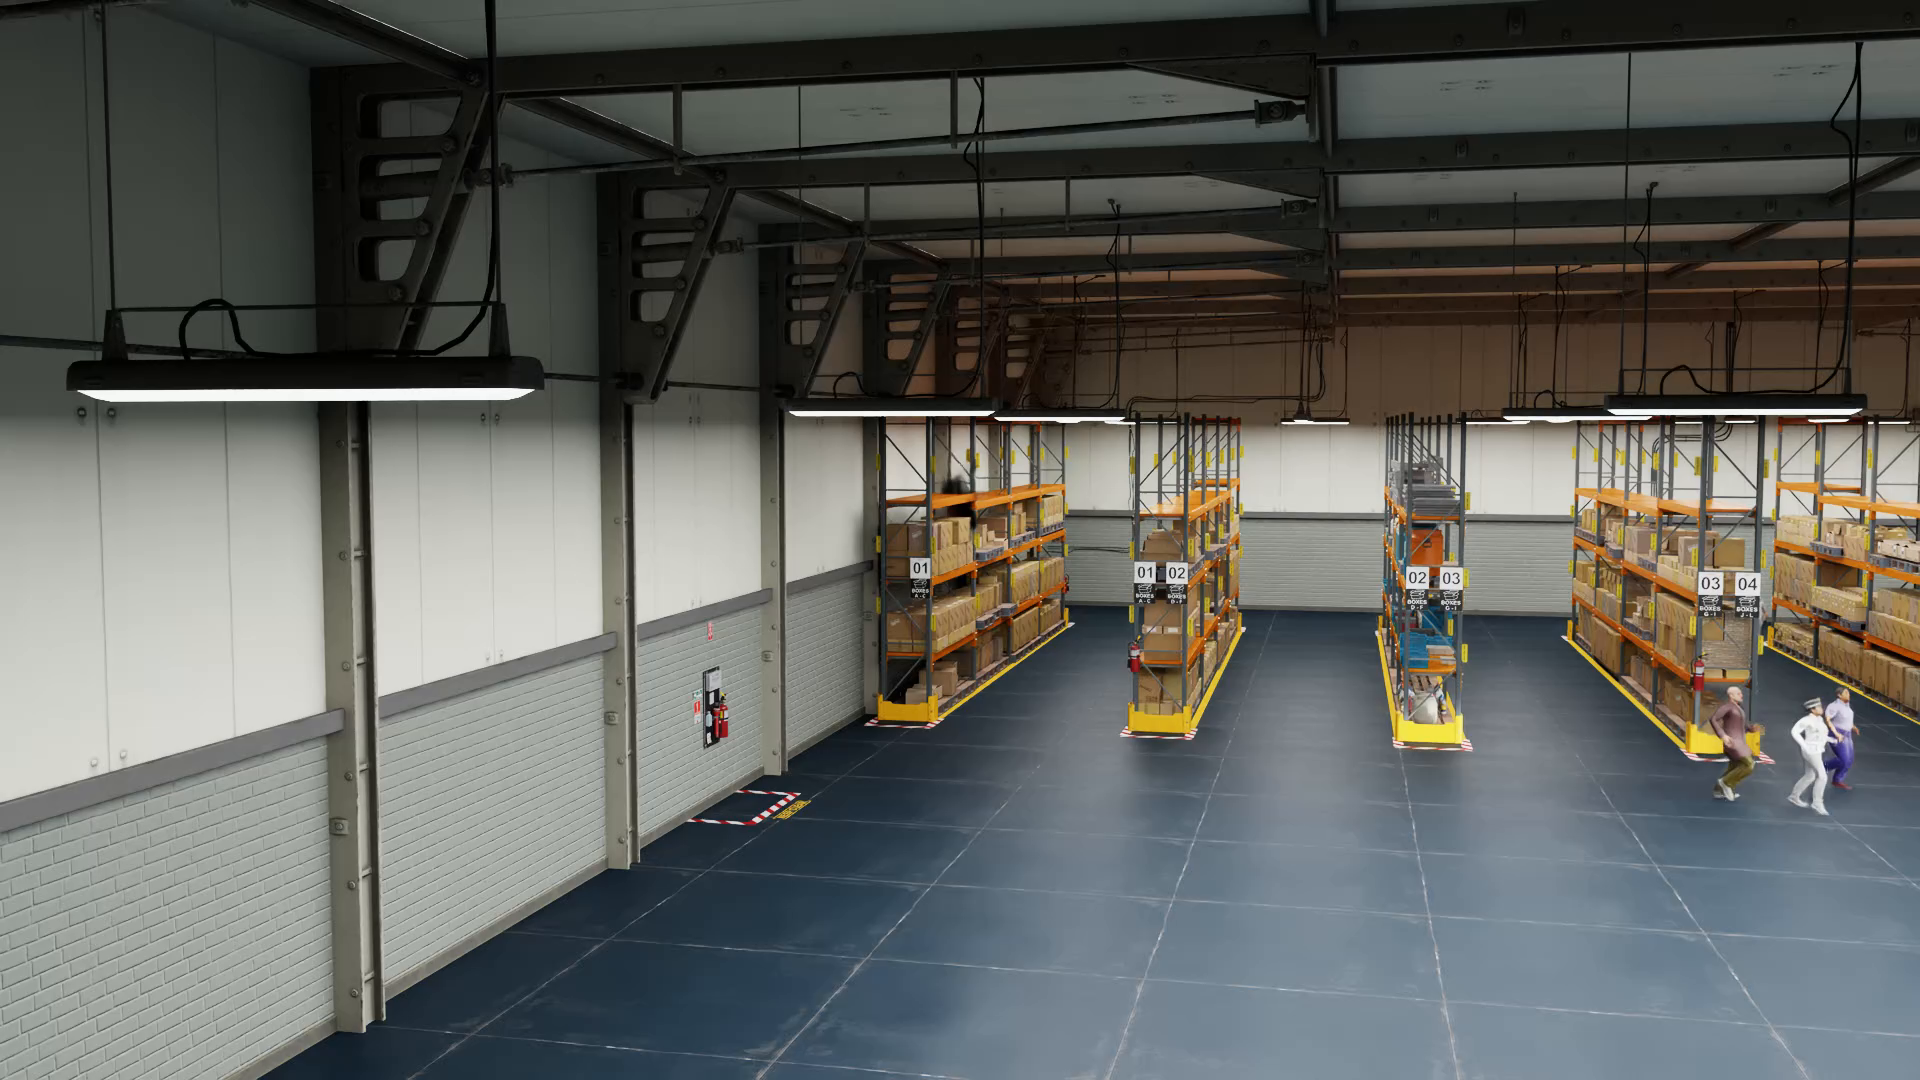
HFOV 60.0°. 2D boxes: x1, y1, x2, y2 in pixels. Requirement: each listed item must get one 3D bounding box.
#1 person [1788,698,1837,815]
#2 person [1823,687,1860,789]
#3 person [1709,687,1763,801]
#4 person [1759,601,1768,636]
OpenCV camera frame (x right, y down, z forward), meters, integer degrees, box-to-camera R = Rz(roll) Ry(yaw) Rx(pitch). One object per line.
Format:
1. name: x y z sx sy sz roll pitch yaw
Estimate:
1. person: 12.705 3.211 24.787 0.652 1.755 0.606 4 5 45
2. person: 13.985 3.140 26.501 0.624 1.610 0.550 -3 5 -40
3. person: 11.890 3.116 25.418 0.692 1.740 0.691 3 5 41
4. person: 19.388 2.093 40.576 0.631 1.748 0.612 1 4 15
